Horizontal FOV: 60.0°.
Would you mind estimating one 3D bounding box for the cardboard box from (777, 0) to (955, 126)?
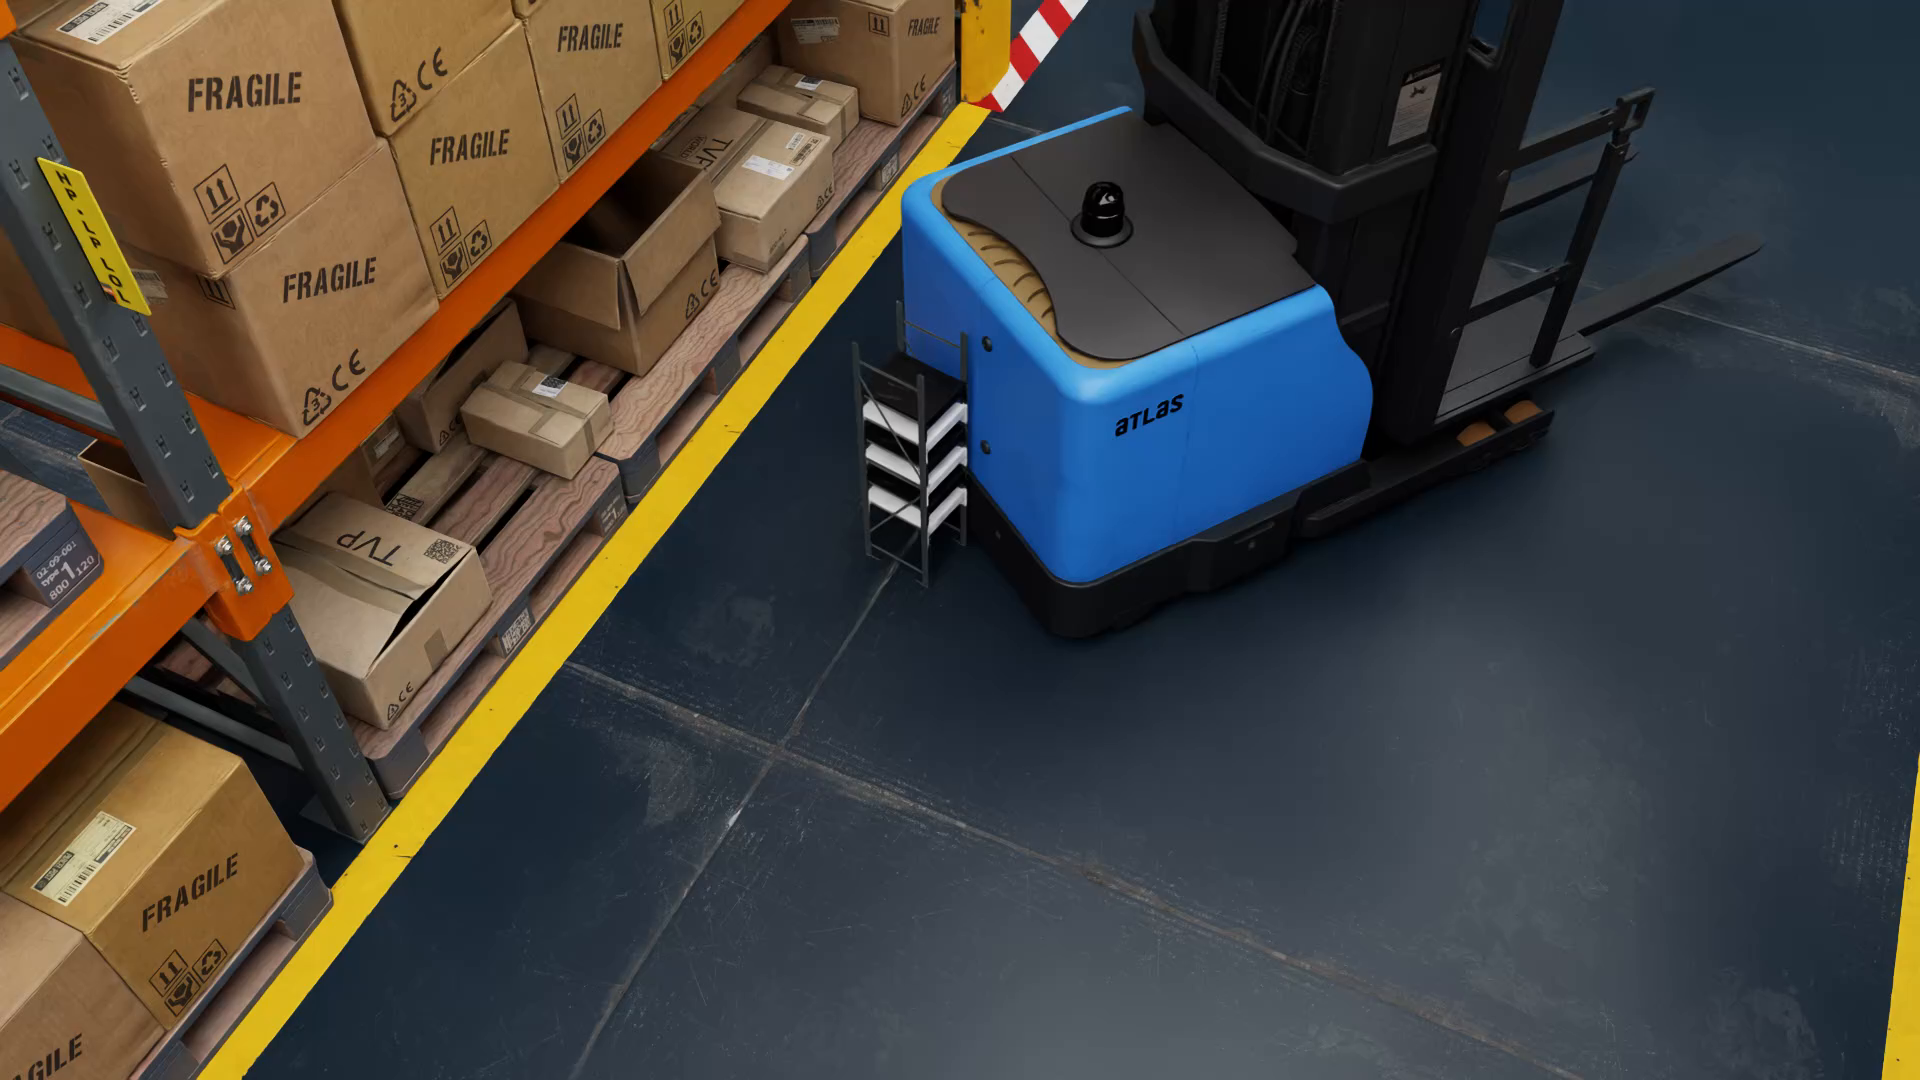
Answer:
[{"bbox_3d":[-0.351,-1.973,6.312,0.500,0.500,0.500,20,52,16],"label":"cardboard box"}]

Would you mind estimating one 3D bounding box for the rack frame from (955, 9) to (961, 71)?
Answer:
[{"bbox_3d":[-0.341,-3.095,5.914,1.000,3.000,0.127,20,52,16],"label":"rack frame"}]

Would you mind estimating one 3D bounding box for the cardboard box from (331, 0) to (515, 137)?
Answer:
[{"bbox_3d":[-1.374,-1.286,3.652,0.500,0.500,0.500,18,52,15],"label":"cardboard box"}]

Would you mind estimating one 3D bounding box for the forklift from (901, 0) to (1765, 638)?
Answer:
[{"bbox_3d":[1.354,-1.502,4.604,3.031,2.935,1.130,-24,54,-19],"label":"forklift"}]

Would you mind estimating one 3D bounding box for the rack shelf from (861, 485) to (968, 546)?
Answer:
[{"bbox_3d":[-0.137,-0.121,5.042,0.258,0.077,0.200,28,55,22],"label":"rack shelf"}]

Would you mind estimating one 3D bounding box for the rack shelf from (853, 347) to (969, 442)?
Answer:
[{"bbox_3d":[-0.137,-0.412,4.699,0.258,0.077,0.200,28,55,22],"label":"rack shelf"}]

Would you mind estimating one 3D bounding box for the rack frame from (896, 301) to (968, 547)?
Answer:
[{"bbox_3d":[-0.079,-0.323,4.934,0.240,0.900,0.006,28,55,22],"label":"rack frame"}]

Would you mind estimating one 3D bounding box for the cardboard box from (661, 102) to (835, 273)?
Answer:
[{"bbox_3d":[-0.784,-1.248,5.859,0.500,0.250,0.500,20,52,16],"label":"cardboard box"}]

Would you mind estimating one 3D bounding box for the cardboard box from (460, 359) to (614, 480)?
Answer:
[{"bbox_3d":[-1.315,-0.383,5.178,0.380,0.166,0.250,20,52,16],"label":"cardboard box"}]

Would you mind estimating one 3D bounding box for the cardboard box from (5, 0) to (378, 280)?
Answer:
[{"bbox_3d":[-1.594,-0.930,3.350,0.500,0.500,0.500,21,53,17],"label":"cardboard box"}]

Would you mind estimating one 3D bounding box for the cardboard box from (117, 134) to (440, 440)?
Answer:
[{"bbox_3d":[-1.586,-0.636,3.756,0.500,0.500,0.500,21,53,17],"label":"cardboard box"}]

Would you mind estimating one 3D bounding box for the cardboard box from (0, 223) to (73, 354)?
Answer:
[{"bbox_3d":[-2.068,-0.801,3.896,0.500,0.500,0.500,21,53,17],"label":"cardboard box"}]

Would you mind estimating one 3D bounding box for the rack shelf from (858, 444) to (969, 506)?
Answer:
[{"bbox_3d":[-0.137,-0.237,4.905,0.258,0.077,0.200,28,55,22],"label":"rack shelf"}]

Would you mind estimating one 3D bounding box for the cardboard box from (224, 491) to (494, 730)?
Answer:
[{"bbox_3d":[-1.675,0.169,4.613,0.500,0.311,0.500,20,52,16],"label":"cardboard box"}]

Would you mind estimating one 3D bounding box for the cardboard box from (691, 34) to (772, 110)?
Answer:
[{"bbox_3d":[-1.044,-1.720,6.261,0.500,0.250,0.500,20,52,16],"label":"cardboard box"}]

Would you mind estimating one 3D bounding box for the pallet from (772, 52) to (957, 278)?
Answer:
[{"bbox_3d":[-0.713,-1.590,6.465,1.003,0.211,1.213,20,52,16],"label":"pallet"}]

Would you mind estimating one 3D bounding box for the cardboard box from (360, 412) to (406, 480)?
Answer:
[{"bbox_3d":[-1.957,-0.322,5.138,0.380,0.149,0.250,20,52,16],"label":"cardboard box"}]

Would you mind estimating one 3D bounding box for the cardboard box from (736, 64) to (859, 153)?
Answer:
[{"bbox_3d":[-0.605,-1.616,6.227,0.380,0.166,0.250,20,52,16],"label":"cardboard box"}]

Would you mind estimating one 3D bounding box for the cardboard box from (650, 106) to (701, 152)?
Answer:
[{"bbox_3d":[-1.257,-1.376,5.968,0.500,0.250,0.500,20,52,16],"label":"cardboard box"}]

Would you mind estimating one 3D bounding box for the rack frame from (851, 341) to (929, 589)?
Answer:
[{"bbox_3d":[-0.195,-0.196,4.826,0.240,0.900,0.006,28,55,22],"label":"rack frame"}]

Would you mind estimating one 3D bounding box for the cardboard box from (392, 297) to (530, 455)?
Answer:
[{"bbox_3d":[-1.743,-0.613,5.279,0.500,0.311,0.500,20,52,16],"label":"cardboard box"}]

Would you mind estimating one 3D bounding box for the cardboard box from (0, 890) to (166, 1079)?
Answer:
[{"bbox_3d":[-2.221,1.097,3.699,0.500,0.500,0.500,20,52,16],"label":"cardboard box"}]

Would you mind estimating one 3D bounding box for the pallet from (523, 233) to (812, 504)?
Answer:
[{"bbox_3d":[-1.236,-0.753,5.752,1.003,0.211,1.213,20,52,16],"label":"pallet"}]

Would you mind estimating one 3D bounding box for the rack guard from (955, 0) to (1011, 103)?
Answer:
[{"bbox_3d":[-0.374,-2.233,6.822,1.175,0.500,0.348,20,52,16],"label":"rack guard"}]

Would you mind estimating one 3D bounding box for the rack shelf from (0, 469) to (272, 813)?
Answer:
[{"bbox_3d":[-2.904,1.269,2.673,1.077,0.370,4.000,20,52,16],"label":"rack shelf"}]

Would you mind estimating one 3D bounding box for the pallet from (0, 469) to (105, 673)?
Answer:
[{"bbox_3d":[-2.490,0.236,3.206,1.003,0.211,1.213,20,52,16],"label":"pallet"}]

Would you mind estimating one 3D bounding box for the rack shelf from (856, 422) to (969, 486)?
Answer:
[{"bbox_3d":[-0.137,-0.296,4.836,0.258,0.077,0.200,28,55,22],"label":"rack shelf"}]

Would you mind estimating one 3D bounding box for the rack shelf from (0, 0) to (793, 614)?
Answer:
[{"bbox_3d":[-1.196,-1.485,5.016,1.077,0.370,4.000,20,52,16],"label":"rack shelf"}]

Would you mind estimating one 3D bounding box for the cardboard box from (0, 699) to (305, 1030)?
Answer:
[{"bbox_3d":[-2.002,0.760,3.987,0.500,0.500,0.500,20,52,16],"label":"cardboard box"}]

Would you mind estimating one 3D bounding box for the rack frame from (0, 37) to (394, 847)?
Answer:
[{"bbox_3d":[-2.050,-0.341,3.571,1.000,3.000,0.127,20,52,16],"label":"rack frame"}]

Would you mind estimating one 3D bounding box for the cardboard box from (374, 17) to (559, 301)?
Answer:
[{"bbox_3d":[-1.370,-0.989,4.057,0.500,0.500,0.500,21,53,17],"label":"cardboard box"}]

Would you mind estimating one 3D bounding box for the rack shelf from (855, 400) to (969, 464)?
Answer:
[{"bbox_3d":[-0.137,-0.354,4.768,0.258,0.077,0.200,28,55,22],"label":"rack shelf"}]

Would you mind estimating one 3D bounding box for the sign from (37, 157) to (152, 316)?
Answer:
[{"bbox_3d":[-1.547,-0.538,2.978,0.100,0.325,0.005,20,52,16],"label":"sign"}]

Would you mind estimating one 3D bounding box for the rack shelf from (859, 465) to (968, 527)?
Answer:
[{"bbox_3d":[-0.137,-0.179,4.974,0.258,0.077,0.200,28,55,22],"label":"rack shelf"}]

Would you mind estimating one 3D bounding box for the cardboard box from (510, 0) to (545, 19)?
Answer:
[{"bbox_3d":[-1.154,-1.640,3.953,0.500,0.500,0.500,18,52,15],"label":"cardboard box"}]

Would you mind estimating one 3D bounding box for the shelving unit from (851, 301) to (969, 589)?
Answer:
[{"bbox_3d":[-0.137,-0.259,4.880,0.258,0.900,0.210,28,55,22],"label":"shelving unit"}]

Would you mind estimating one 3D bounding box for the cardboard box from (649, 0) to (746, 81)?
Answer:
[{"bbox_3d":[-0.938,-1.684,4.647,0.500,0.500,0.500,19,52,16],"label":"cardboard box"}]

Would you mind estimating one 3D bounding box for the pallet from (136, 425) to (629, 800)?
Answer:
[{"bbox_3d":[-1.756,0.090,5.035,1.003,0.211,1.213,20,52,16],"label":"pallet"}]

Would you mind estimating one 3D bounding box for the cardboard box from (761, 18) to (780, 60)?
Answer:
[{"bbox_3d":[-0.938,-1.971,6.529,0.380,0.166,0.250,20,52,16],"label":"cardboard box"}]

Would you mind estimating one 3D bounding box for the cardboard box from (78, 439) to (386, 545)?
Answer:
[{"bbox_3d":[-2.063,-0.158,4.767,0.500,0.500,0.500,20,52,16],"label":"cardboard box"}]

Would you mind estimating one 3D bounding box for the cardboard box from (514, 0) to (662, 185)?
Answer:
[{"bbox_3d":[-1.154,-1.333,4.349,0.500,0.500,0.500,20,52,16],"label":"cardboard box"}]

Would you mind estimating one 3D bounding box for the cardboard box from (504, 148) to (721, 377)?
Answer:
[{"bbox_3d":[-1.252,-0.970,5.456,0.797,0.503,0.637,20,52,16],"label":"cardboard box"}]

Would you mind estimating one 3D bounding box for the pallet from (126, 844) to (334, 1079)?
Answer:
[{"bbox_3d":[-2.363,1.135,4.146,1.003,0.211,1.213,20,52,16],"label":"pallet"}]
